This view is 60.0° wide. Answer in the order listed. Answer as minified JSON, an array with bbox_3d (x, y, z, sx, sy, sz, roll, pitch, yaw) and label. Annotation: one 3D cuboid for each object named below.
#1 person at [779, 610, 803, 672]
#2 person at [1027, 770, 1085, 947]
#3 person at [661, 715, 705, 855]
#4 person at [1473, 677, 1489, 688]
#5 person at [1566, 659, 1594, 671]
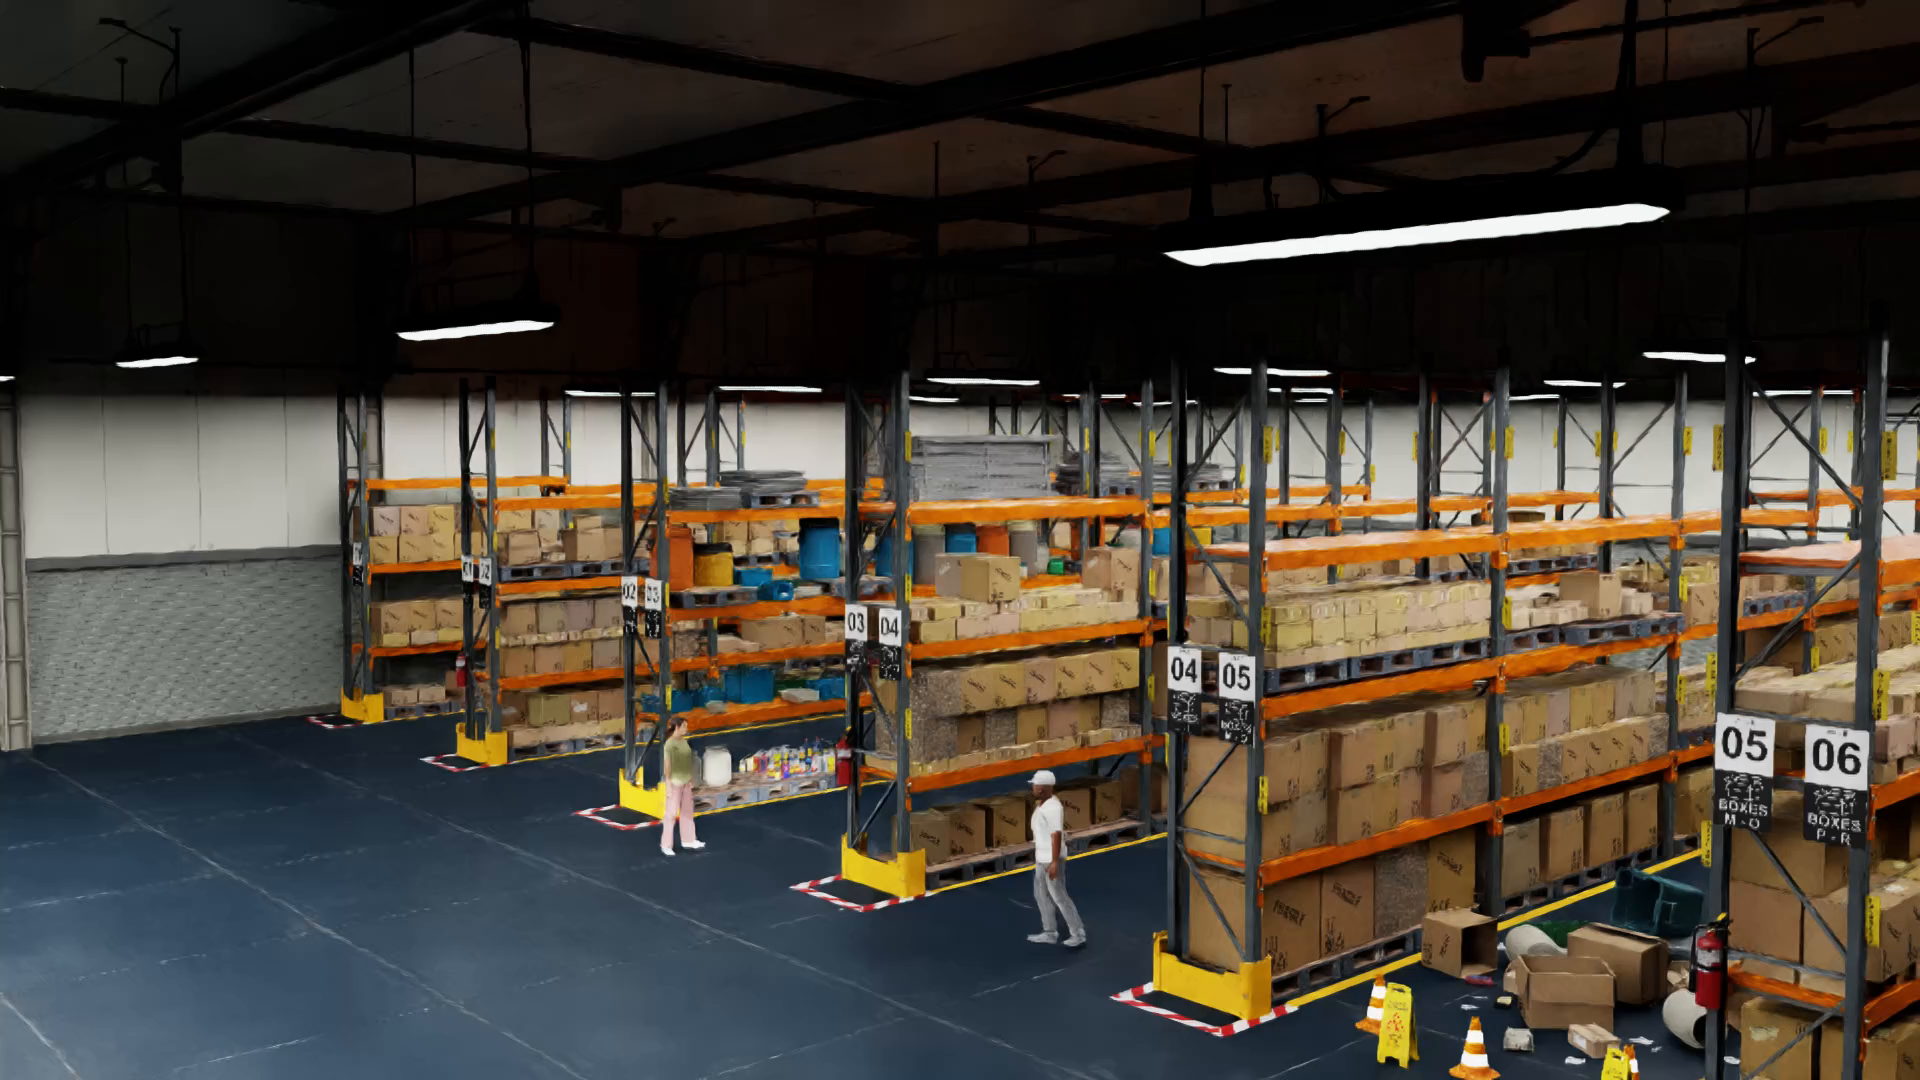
[{"bbox_3d":[-3.536,2.052,34.253,0.538,1.715,1.029,3,5,40],"label":"person"},{"bbox_3d":[0.971,3.195,16.743,0.563,1.752,0.603,0,4,-5],"label":"person"},{"bbox_3d":[-3.410,2.984,20.333,0.454,1.663,0.539,1,4,20],"label":"person"},{"bbox_3d":[7.454,2.746,23.742,1.115,1.673,0.541,-4,5,-43],"label":"person"},{"bbox_3d":[9.889,2.559,26.483,1.193,1.698,0.598,-3,5,-40],"label":"person"}]
